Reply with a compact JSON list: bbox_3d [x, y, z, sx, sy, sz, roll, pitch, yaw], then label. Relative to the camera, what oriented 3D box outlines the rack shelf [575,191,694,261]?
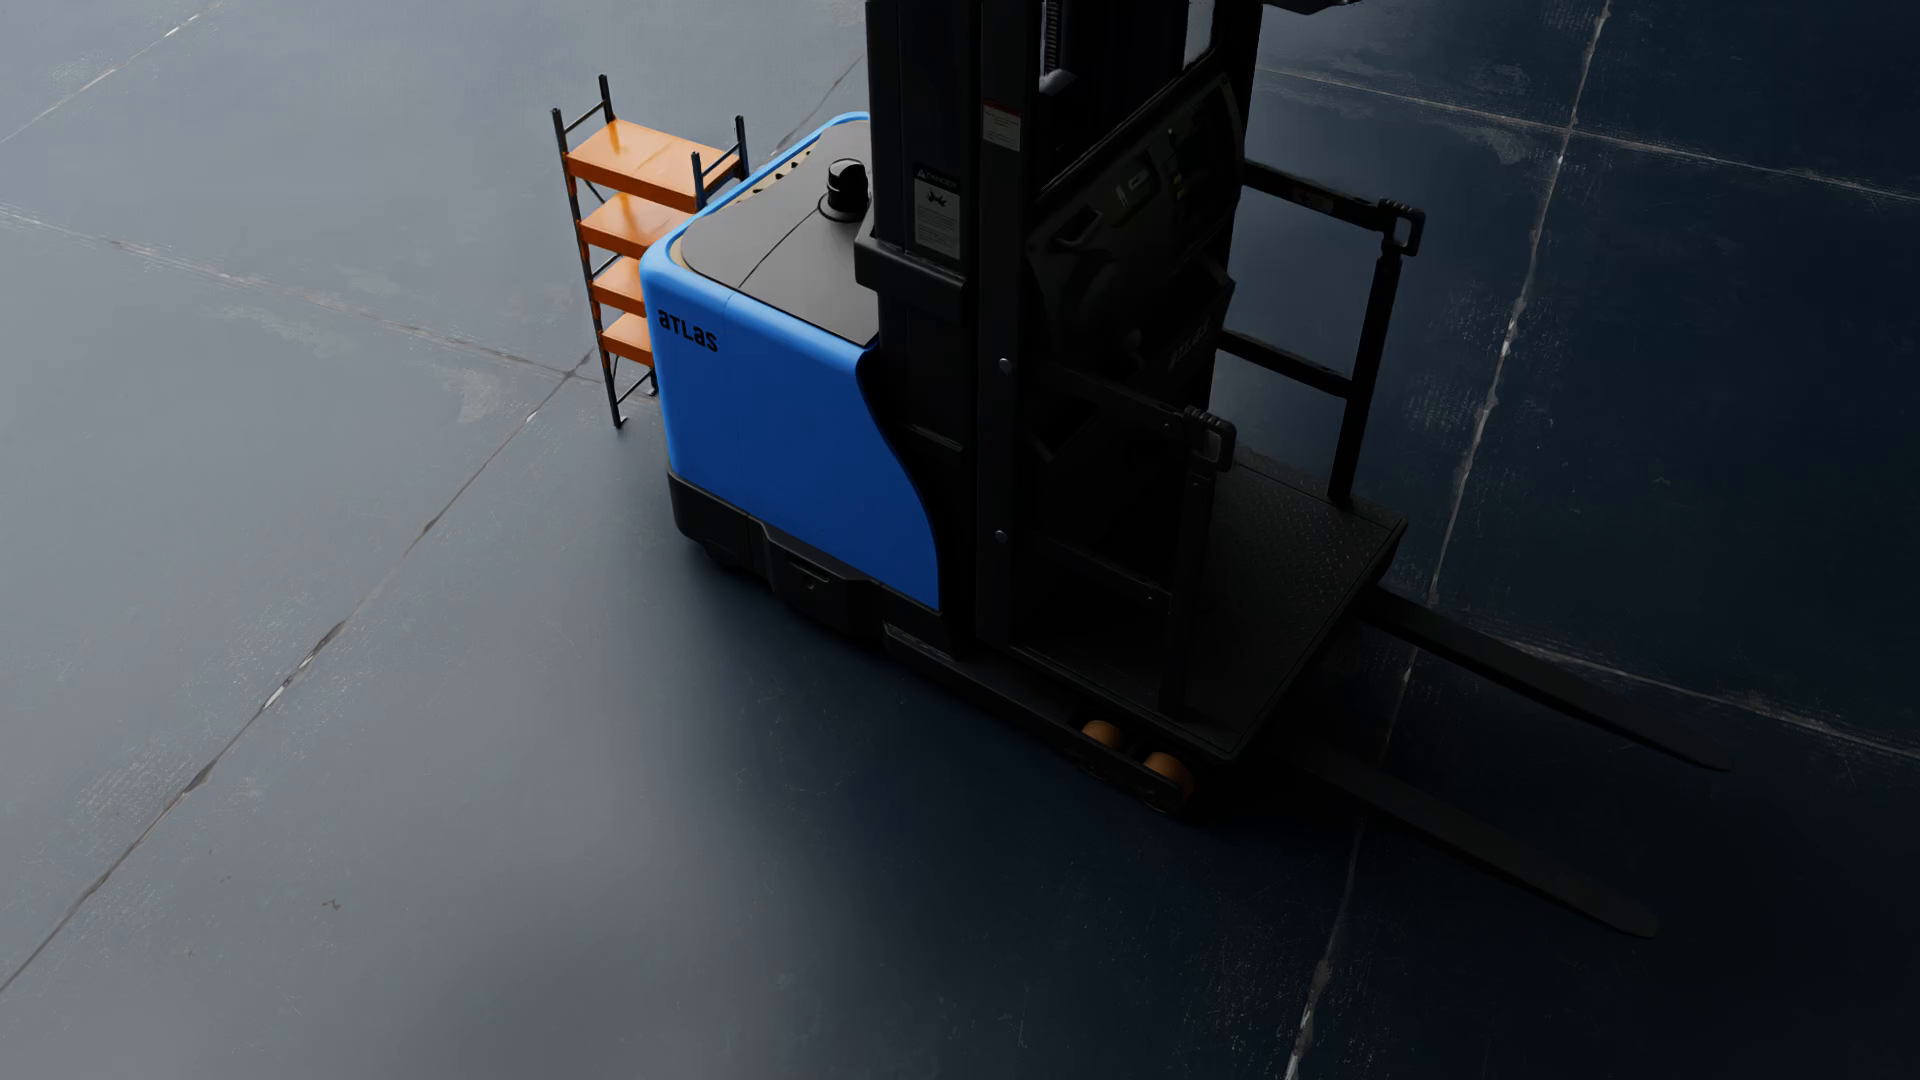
[{"bbox_3d":[-0.898,-0.914,5.094,0.480,0.148,0.258,21,49,20],"label":"rack shelf"}]

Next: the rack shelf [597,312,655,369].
[{"bbox_3d":[-0.897,-0.614,5.392,0.480,0.148,0.258,21,49,20],"label":"rack shelf"}]

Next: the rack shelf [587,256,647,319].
[{"bbox_3d":[-0.897,-0.755,5.252,0.480,0.148,0.258,21,49,20],"label":"rack shelf"}]

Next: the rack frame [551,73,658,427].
[{"bbox_3d":[-1.112,-0.885,5.288,0.015,1.200,0.240,21,49,20],"label":"rack frame"}]

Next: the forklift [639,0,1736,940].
[{"bbox_3d":[0.606,-0.732,3.907,3.031,2.935,1.130,26,51,24],"label":"forklift"}]

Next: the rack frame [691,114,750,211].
[{"bbox_3d":[-0.684,-0.721,5.121,0.015,1.200,0.240,21,49,20],"label":"rack frame"}]

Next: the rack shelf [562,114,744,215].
[{"bbox_3d":[-0.899,-1.081,4.927,0.480,0.148,0.258,21,49,20],"label":"rack shelf"}]

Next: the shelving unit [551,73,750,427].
[{"bbox_3d":[-0.898,-0.803,5.204,0.503,1.200,0.258,21,49,20],"label":"shelving unit"}]
